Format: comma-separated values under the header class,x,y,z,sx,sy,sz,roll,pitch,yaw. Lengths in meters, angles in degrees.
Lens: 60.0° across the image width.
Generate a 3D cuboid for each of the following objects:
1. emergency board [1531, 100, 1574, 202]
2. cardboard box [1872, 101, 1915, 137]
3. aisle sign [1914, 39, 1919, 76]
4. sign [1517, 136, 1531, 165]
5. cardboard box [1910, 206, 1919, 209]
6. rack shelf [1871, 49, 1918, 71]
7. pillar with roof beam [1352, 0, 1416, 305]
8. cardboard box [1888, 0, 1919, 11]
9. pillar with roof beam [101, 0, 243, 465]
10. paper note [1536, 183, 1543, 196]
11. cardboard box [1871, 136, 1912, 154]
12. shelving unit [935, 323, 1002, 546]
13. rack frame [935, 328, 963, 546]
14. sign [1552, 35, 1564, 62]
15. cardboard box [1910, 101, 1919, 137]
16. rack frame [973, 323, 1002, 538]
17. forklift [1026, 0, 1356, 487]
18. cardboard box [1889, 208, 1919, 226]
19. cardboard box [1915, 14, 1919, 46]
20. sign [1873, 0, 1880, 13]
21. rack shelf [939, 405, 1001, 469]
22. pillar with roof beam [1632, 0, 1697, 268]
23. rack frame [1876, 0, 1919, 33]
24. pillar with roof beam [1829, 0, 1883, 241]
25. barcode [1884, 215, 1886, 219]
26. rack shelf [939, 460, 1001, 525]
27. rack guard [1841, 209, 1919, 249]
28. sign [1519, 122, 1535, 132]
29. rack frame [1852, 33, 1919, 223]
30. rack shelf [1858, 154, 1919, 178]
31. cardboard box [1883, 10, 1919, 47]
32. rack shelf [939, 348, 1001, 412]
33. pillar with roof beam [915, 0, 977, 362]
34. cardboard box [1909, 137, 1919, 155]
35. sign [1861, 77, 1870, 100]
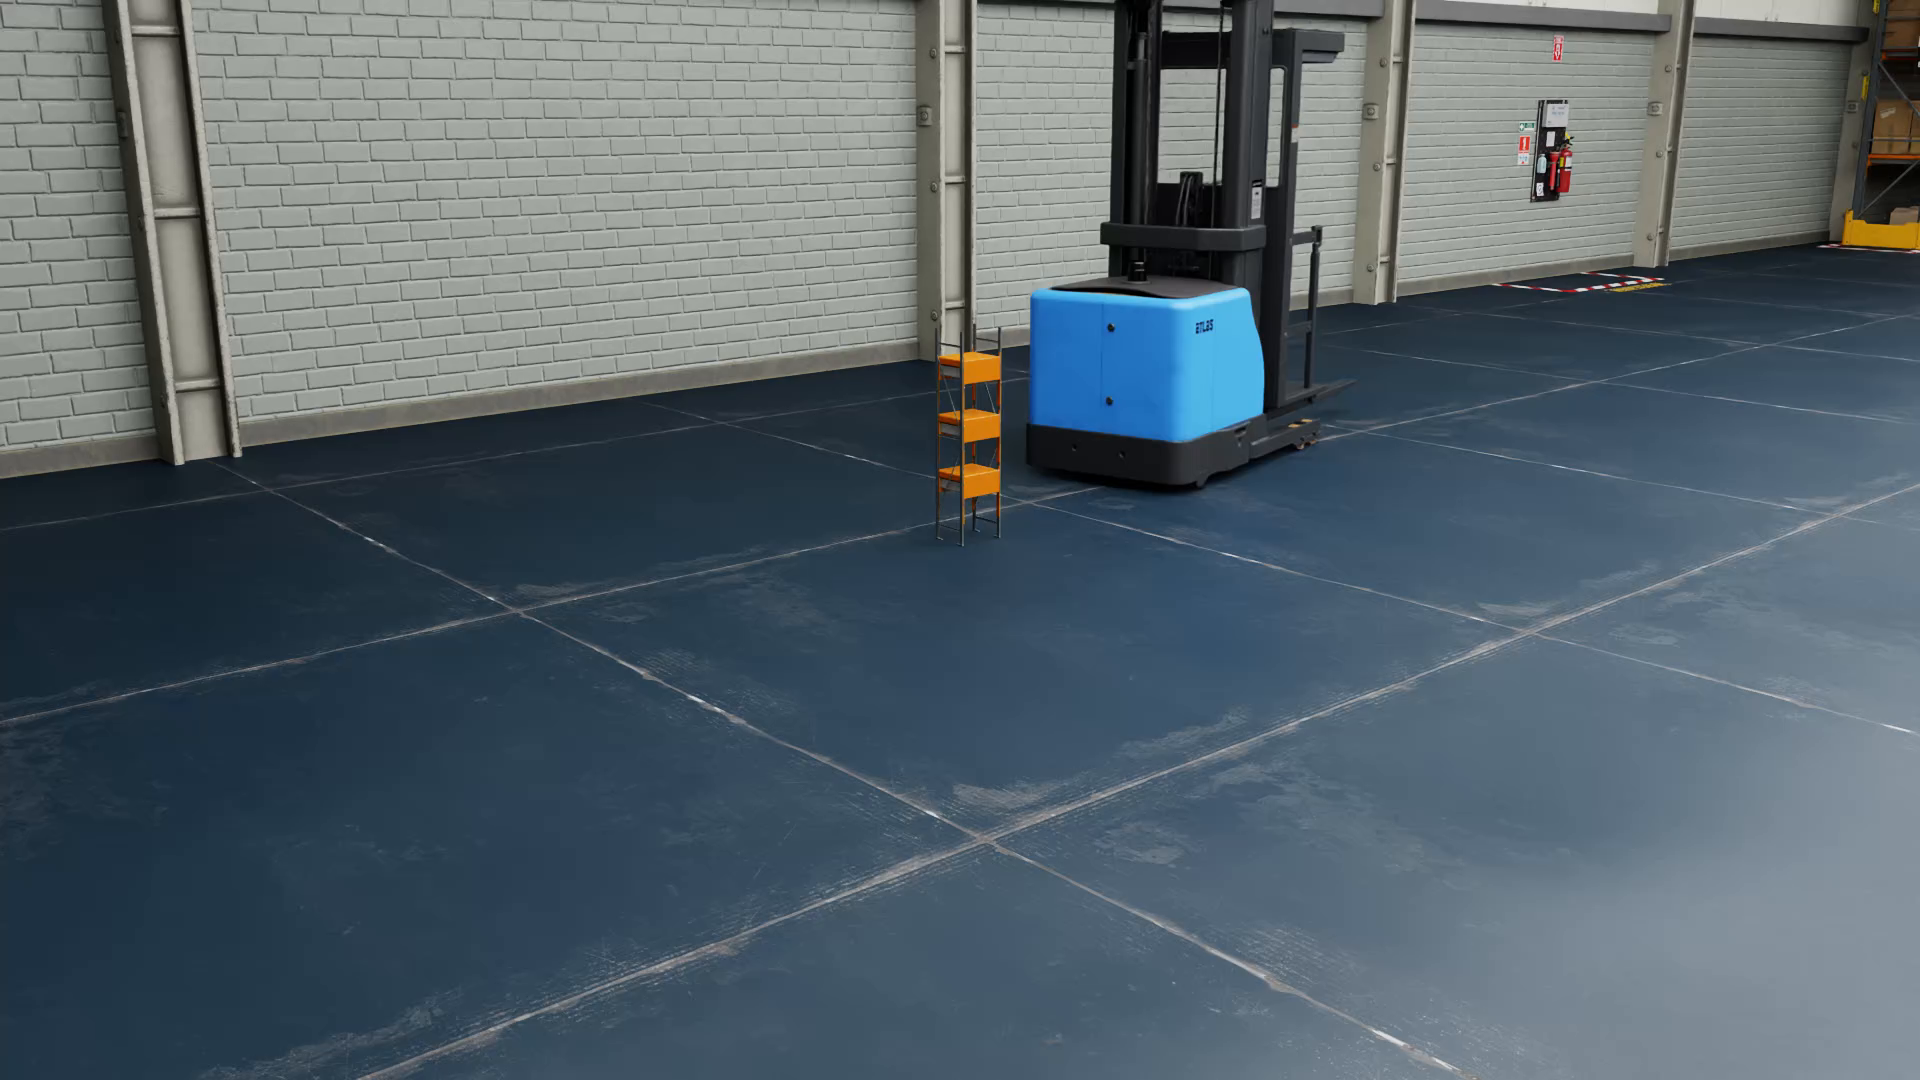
class,x,y,z,sx,sy,sz,roll,pitch,yaw
emergency board,7.053,-4.596,19.645,0.643,1.169,0.194,-13,19,-39
cardboard box,13.724,-6.158,24.289,0.500,0.500,0.500,-13,20,-40
aisle sign,13.651,-6.922,23.316,0.004,0.787,0.394,-13,19,-39
sign,6.568,-4.540,19.365,0.234,0.329,0.001,-13,19,-39
cardboard box,14.519,-4.847,24.941,0.500,0.311,0.500,-11,18,-35
rack shelf,15.017,-7.178,24.890,4.000,0.370,1.077,-13,19,-39
pillar with roof beam,7.242,-6.052,13.468,0.400,9.000,9.100,-13,19,-39
cardboard box,13.662,-7.851,23.848,0.500,0.500,0.500,-12,19,-37
pillar with roof beam,-1.811,-4.019,5.857,0.400,9.000,9.100,-13,19,-39
paper note,6.874,-4.154,19.697,0.142,0.148,0.016,-13,19,-39
cardboard box,13.734,-5.791,24.370,0.500,0.250,0.500,-12,19,-39
shelving unit,0.040,-0.516,8.148,0.252,1.050,0.215,-13,19,-39
rack frame,-0.052,-0.496,8.071,0.008,1.050,0.200,-13,19,-39
sign,6.982,-5.734,19.414,0.199,0.298,0.001,-13,19,-39
cardboard box,14.066,-6.059,23.919,0.500,0.500,0.500,-13,19,-39
rack frame,0.132,-0.537,8.226,0.008,1.050,0.200,-13,19,-39
forklift,1.624,-2.035,10.189,1.130,2.935,3.031,10,18,33
cardboard box,14.089,-4.750,24.579,0.500,0.311,0.500,13,20,41
cardboard box,13.925,-7.252,23.543,0.500,0.500,0.500,-12,19,-38
sign,13.159,-7.725,23.831,0.005,0.325,0.100,-13,19,-39
rack shelf,0.040,-0.506,8.151,0.240,0.259,0.215,-13,19,-39
pillar with roof beam,11.768,-7.068,17.273,0.400,9.000,9.100,-13,19,-39
rack frame,13.508,-8.635,23.141,0.127,3.000,1.000,-13,19,-39
pillar with roof beam,16.295,-8.084,21.078,0.400,9.000,9.100,-13,19,-39
barcode,13.840,-4.836,24.881,0.075,0.075,0.001,-13,19,-39
rack shelf,0.040,-0.238,8.223,0.240,0.259,0.215,-13,19,-39
rack guard,13.566,-4.542,24.286,0.348,0.500,1.175,-13,19,-39
sign,6.578,-4.795,19.293,0.331,0.109,0.001,-13,19,-39
rack frame,13.508,-5.737,23.916,0.127,3.000,1.000,-13,19,-39
rack shelf,15.017,-5.728,25.277,4.000,0.370,1.077,-13,19,-39
cardboard box,13.657,-7.364,23.962,0.500,0.500,0.500,-11,18,-35
rack shelf,0.040,-0.780,8.078,0.240,0.259,0.215,-13,19,-39
pillar with roof beam,2.716,-5.035,9.663,0.400,9.000,9.100,-13,19,-39
cardboard box,14.085,-5.695,24.010,0.500,0.250,0.500,-13,20,-41
sign,13.159,-6.561,24.143,0.005,0.325,0.100,-13,19,-39
